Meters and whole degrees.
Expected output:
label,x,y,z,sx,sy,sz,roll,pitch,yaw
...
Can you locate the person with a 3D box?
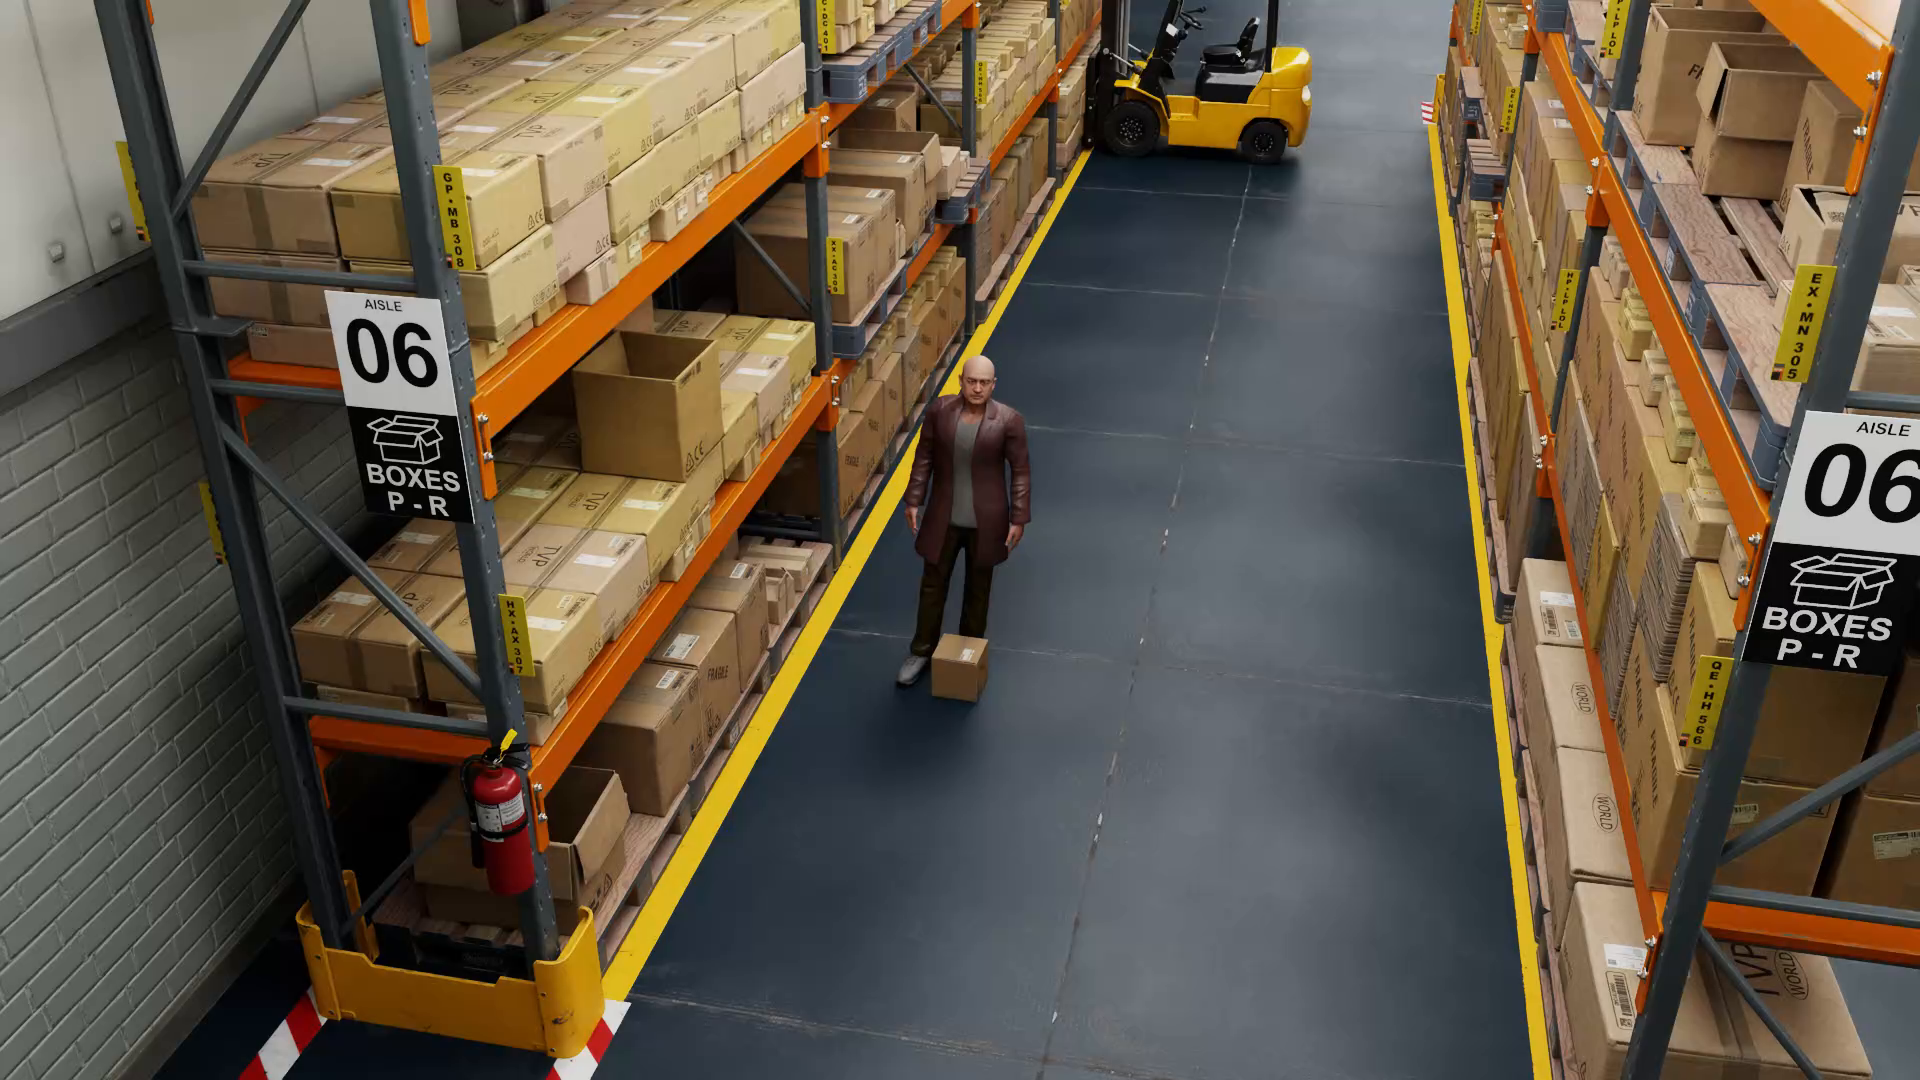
label,x,y,z,sx,sy,sz,roll,pitch,yaw
person,0.019,-0.080,8.770,0.698,1.779,0.579,6,29,11
